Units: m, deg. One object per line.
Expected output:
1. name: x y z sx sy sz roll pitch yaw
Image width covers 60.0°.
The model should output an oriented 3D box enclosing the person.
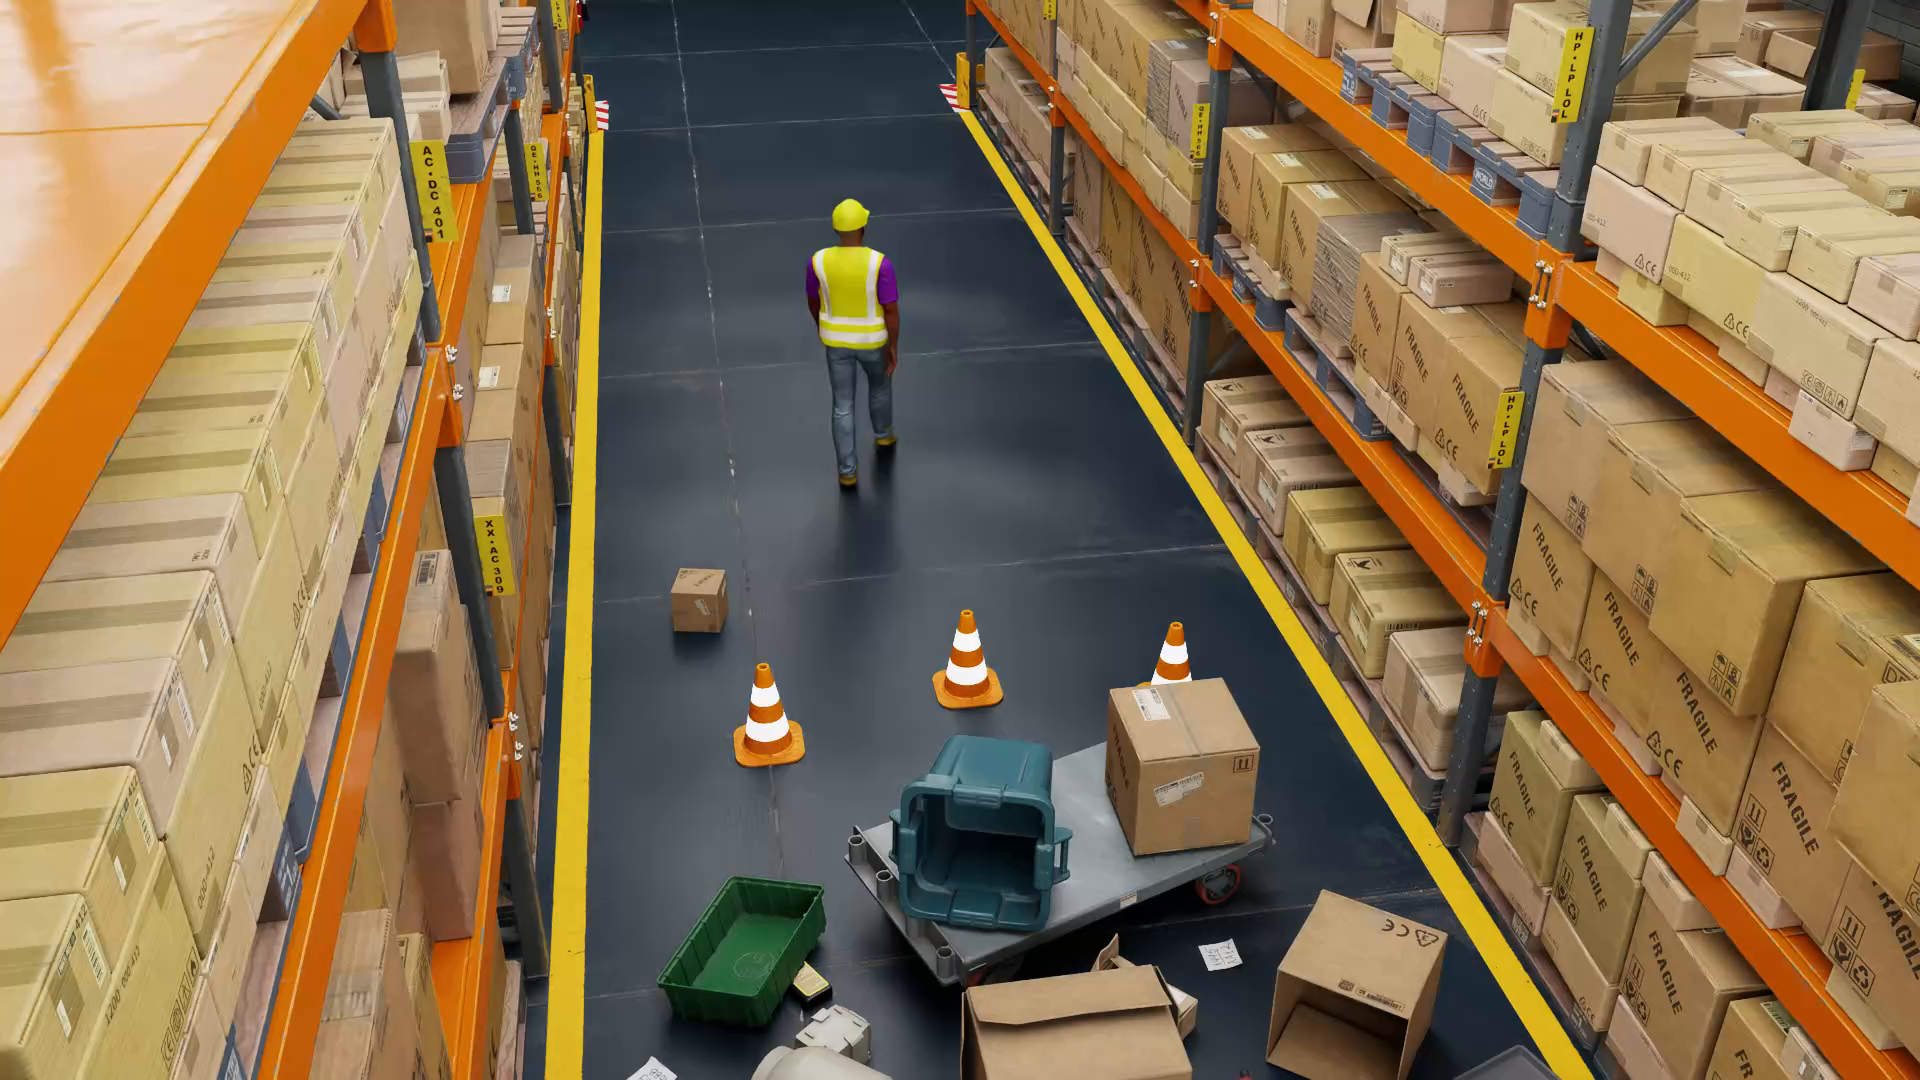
1. person: -0.638 -1.257 10.240 0.584 1.777 0.844 3 31 4
